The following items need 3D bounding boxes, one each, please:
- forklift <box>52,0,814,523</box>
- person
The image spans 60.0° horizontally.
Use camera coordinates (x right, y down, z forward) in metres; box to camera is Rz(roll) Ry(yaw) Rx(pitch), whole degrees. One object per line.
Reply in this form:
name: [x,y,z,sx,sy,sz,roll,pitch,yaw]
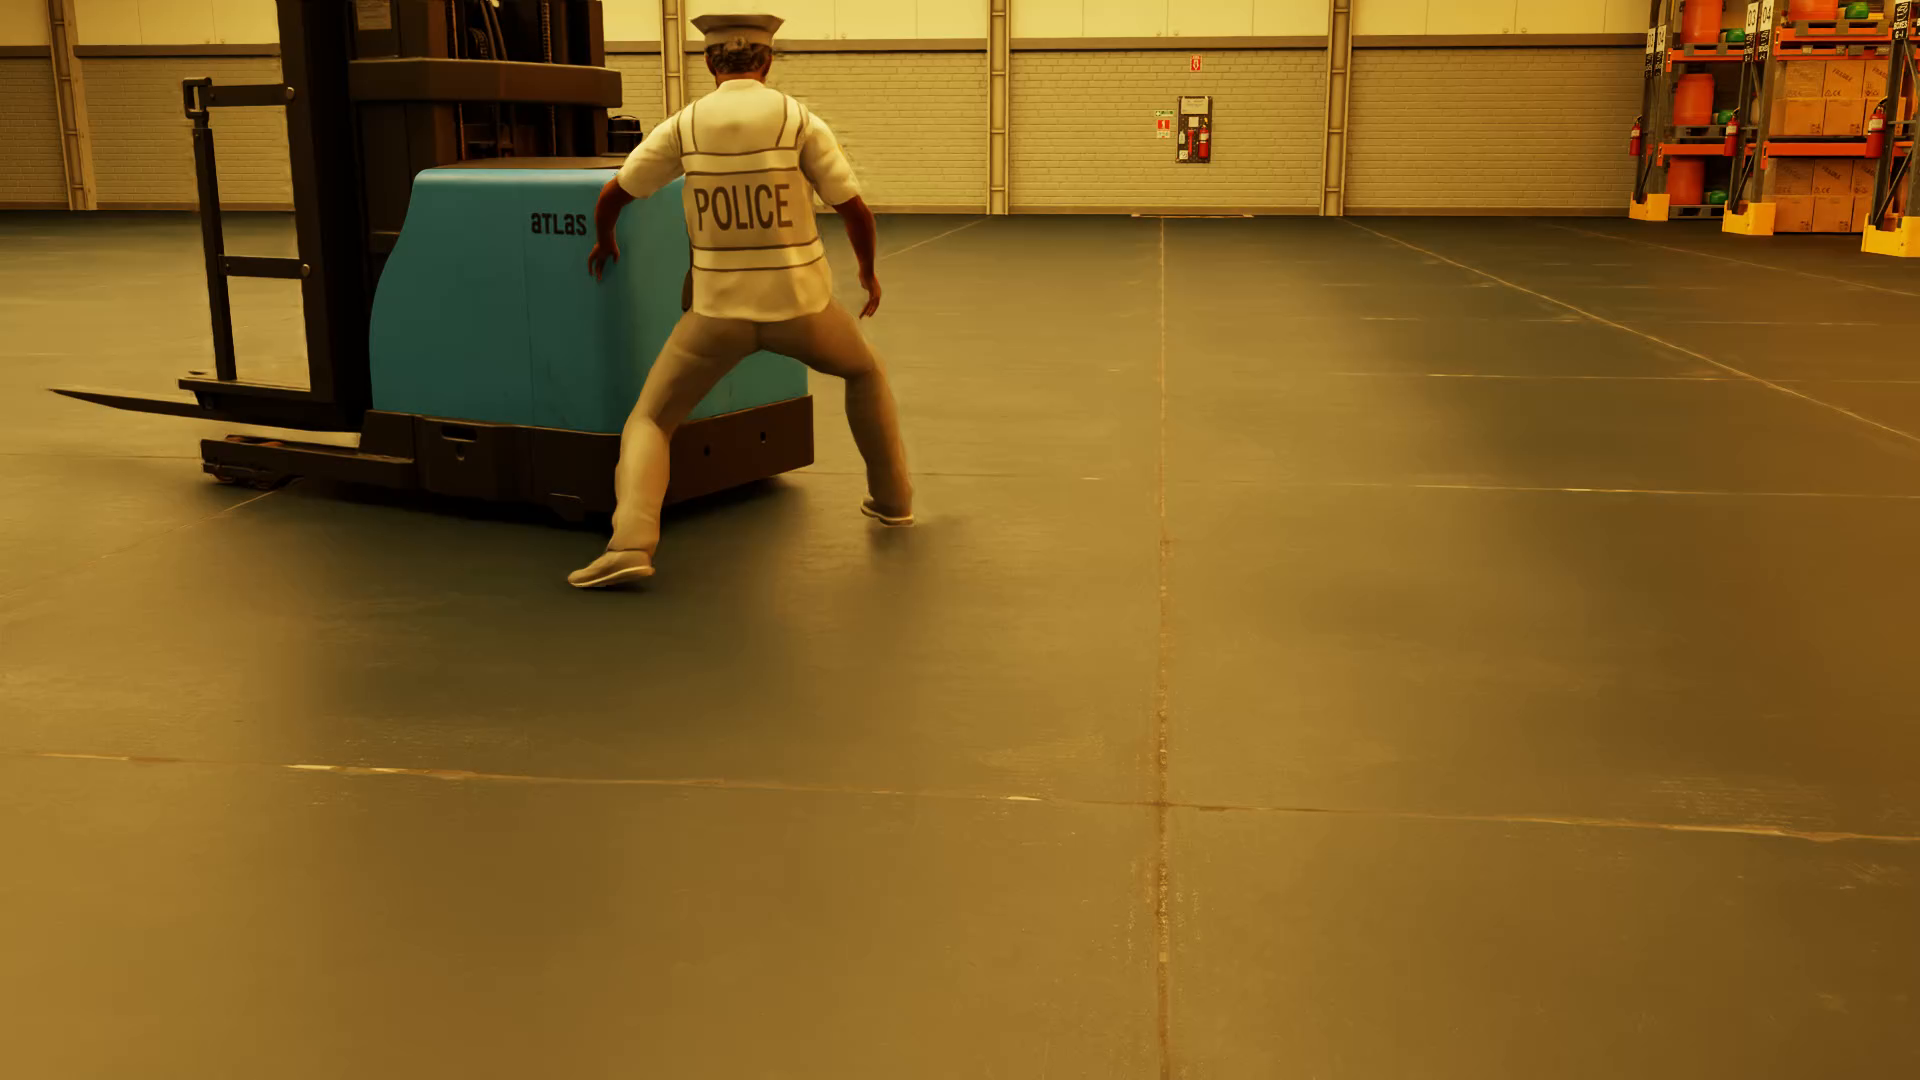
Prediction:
forklift: [-2.049,-1.697,5.765,3.031,2.935,1.130,7,15,28]
person: [-0.599,-0.671,4.604,0.936,1.525,0.865,0,13,-1]
